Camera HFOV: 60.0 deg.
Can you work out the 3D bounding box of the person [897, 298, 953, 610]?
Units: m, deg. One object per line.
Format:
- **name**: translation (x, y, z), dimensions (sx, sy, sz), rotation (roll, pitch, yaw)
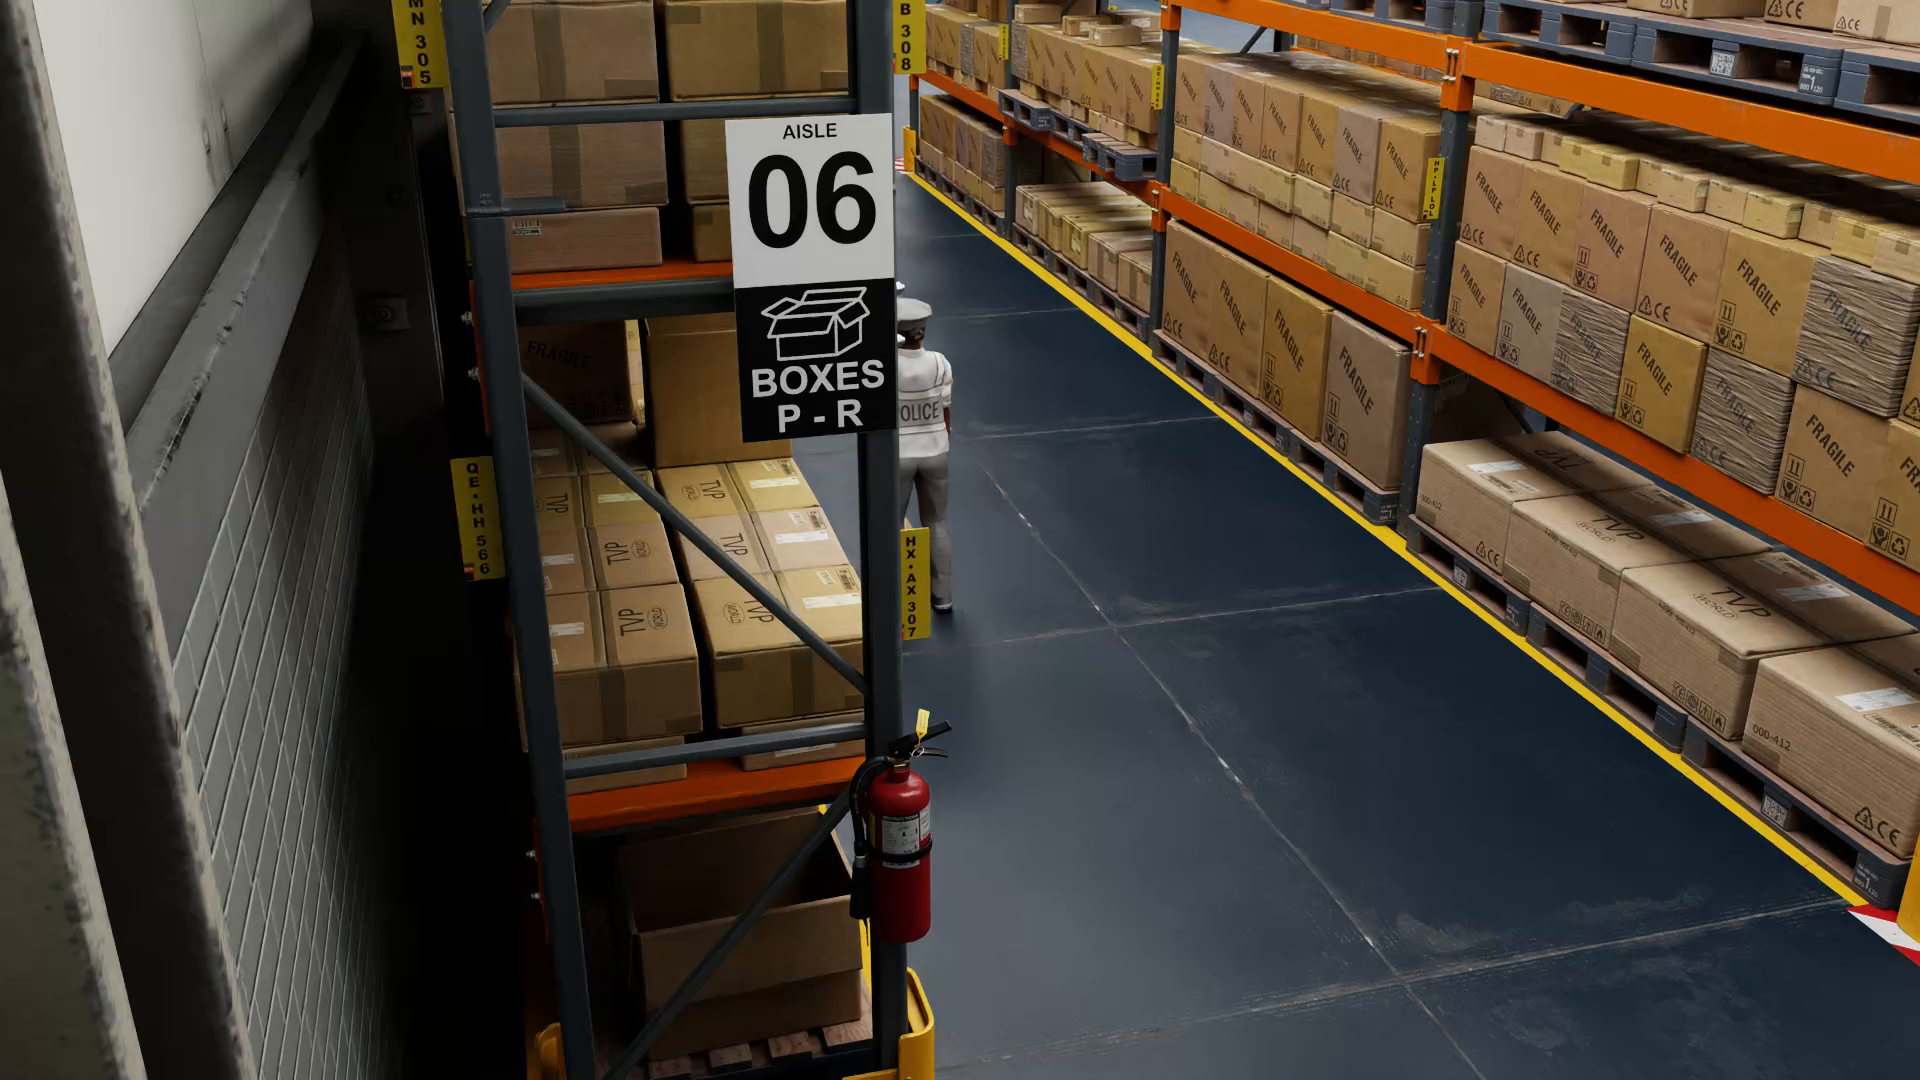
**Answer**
- **person**: translation (-0.263, -0.408, 8.581), dimensions (0.438, 1.675, 0.341), rotation (-7, 24, -15)
